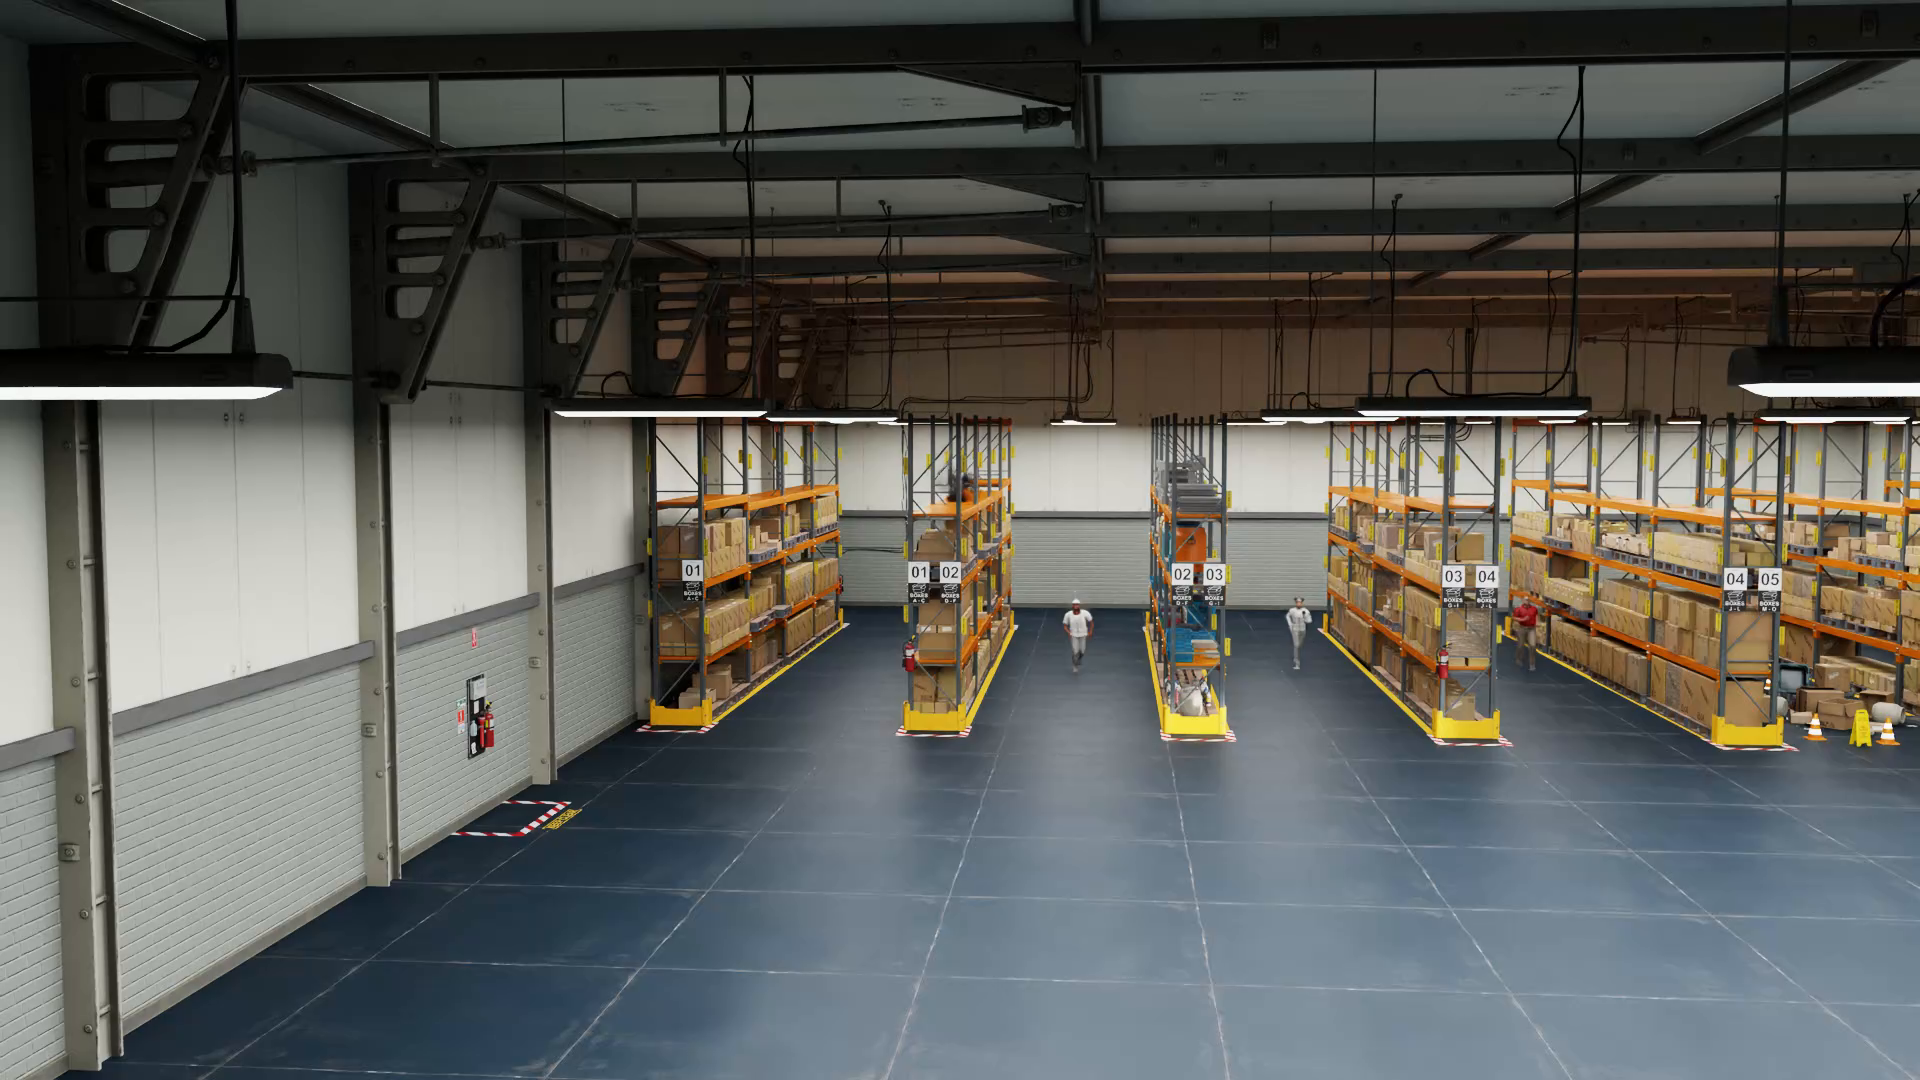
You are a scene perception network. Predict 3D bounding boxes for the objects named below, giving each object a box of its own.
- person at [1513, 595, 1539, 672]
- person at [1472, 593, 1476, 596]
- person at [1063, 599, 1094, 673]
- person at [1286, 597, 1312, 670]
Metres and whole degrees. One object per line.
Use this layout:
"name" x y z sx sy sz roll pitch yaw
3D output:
"person" 13.431 2.205 39.457 0.640 1.790 0.824 1 4 7
"person" 14.739 1.678 47.389 0.558 1.709 0.789 0 4 0
"person" 2.747 2.231 38.701 0.722 1.729 0.649 0 4 4
"person" 8.116 2.213 39.745 0.584 1.754 0.760 0 4 2
